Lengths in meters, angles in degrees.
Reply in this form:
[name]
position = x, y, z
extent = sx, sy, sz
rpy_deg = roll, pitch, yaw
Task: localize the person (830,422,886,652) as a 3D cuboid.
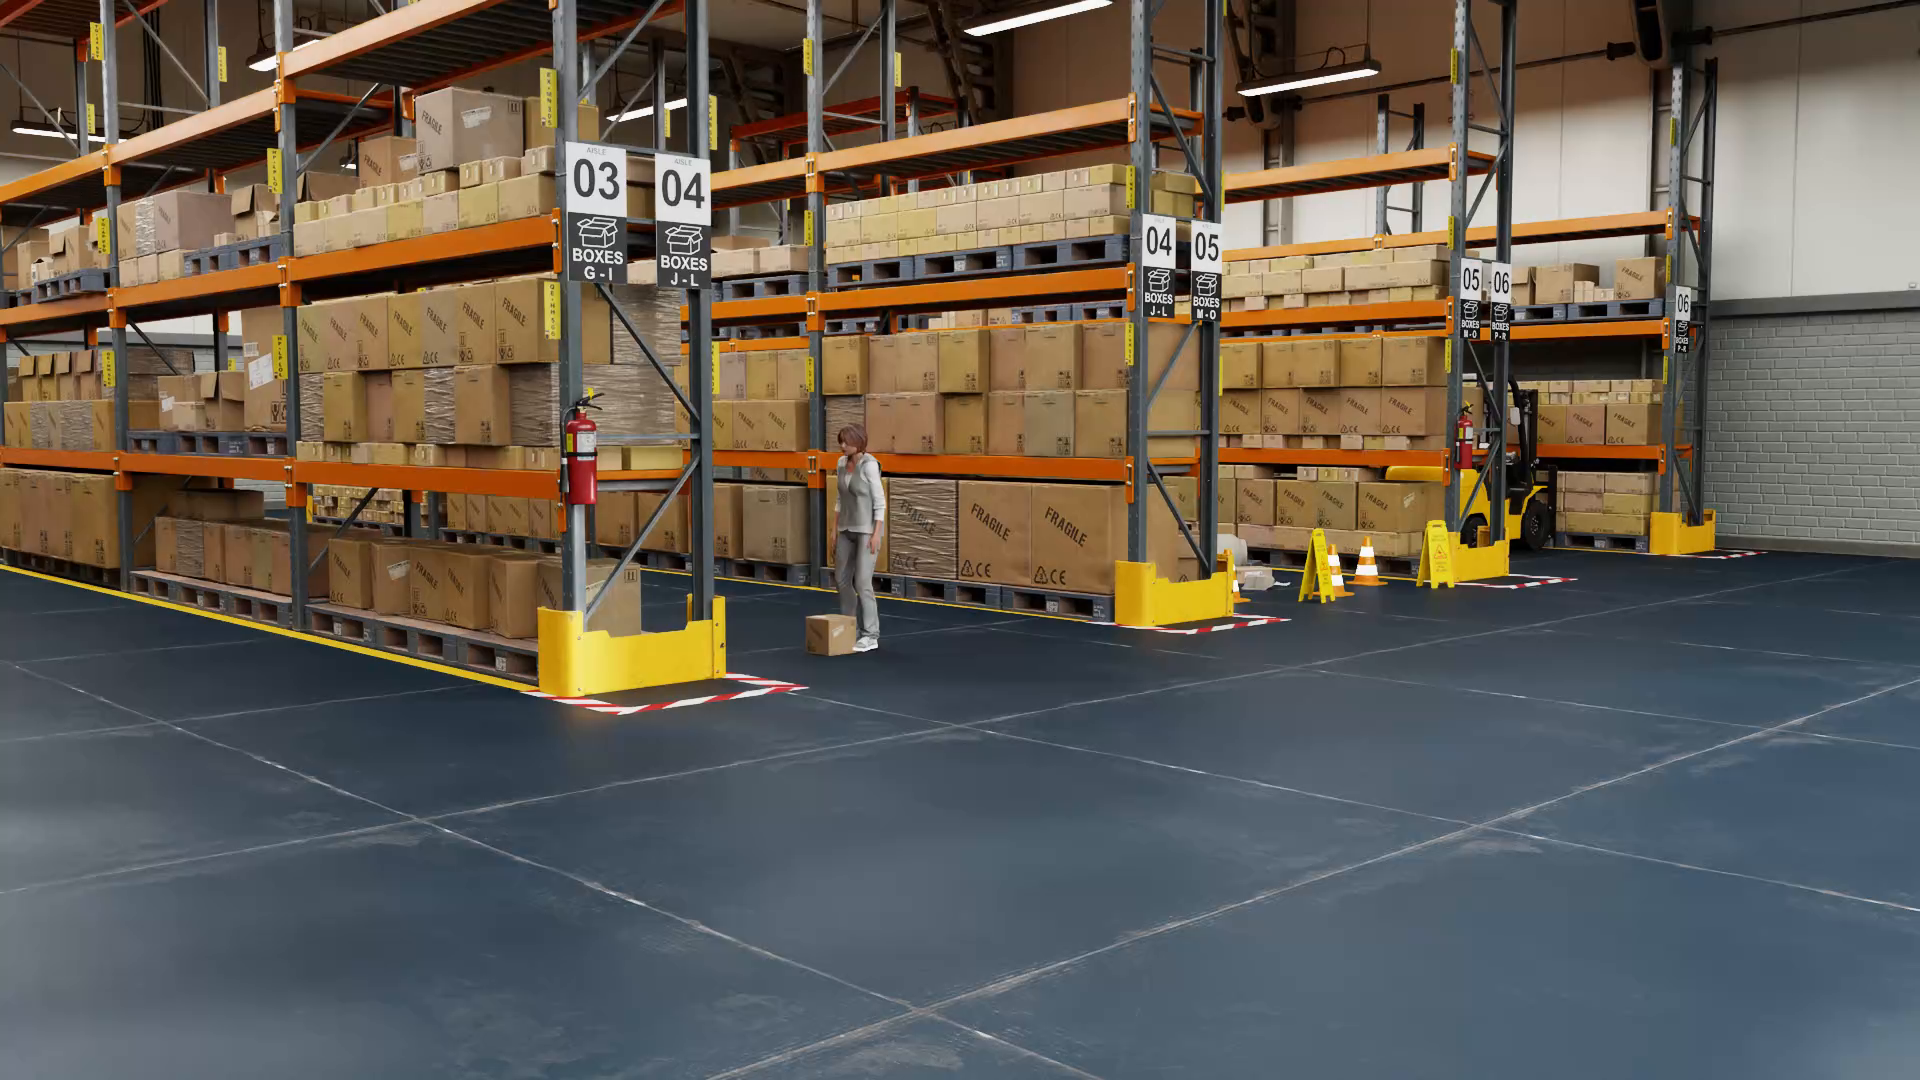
[person]
position = -0.721, -0.025, 11.638
extent = 0.480, 1.592, 0.347
rpy_deg = 4, 6, 42
